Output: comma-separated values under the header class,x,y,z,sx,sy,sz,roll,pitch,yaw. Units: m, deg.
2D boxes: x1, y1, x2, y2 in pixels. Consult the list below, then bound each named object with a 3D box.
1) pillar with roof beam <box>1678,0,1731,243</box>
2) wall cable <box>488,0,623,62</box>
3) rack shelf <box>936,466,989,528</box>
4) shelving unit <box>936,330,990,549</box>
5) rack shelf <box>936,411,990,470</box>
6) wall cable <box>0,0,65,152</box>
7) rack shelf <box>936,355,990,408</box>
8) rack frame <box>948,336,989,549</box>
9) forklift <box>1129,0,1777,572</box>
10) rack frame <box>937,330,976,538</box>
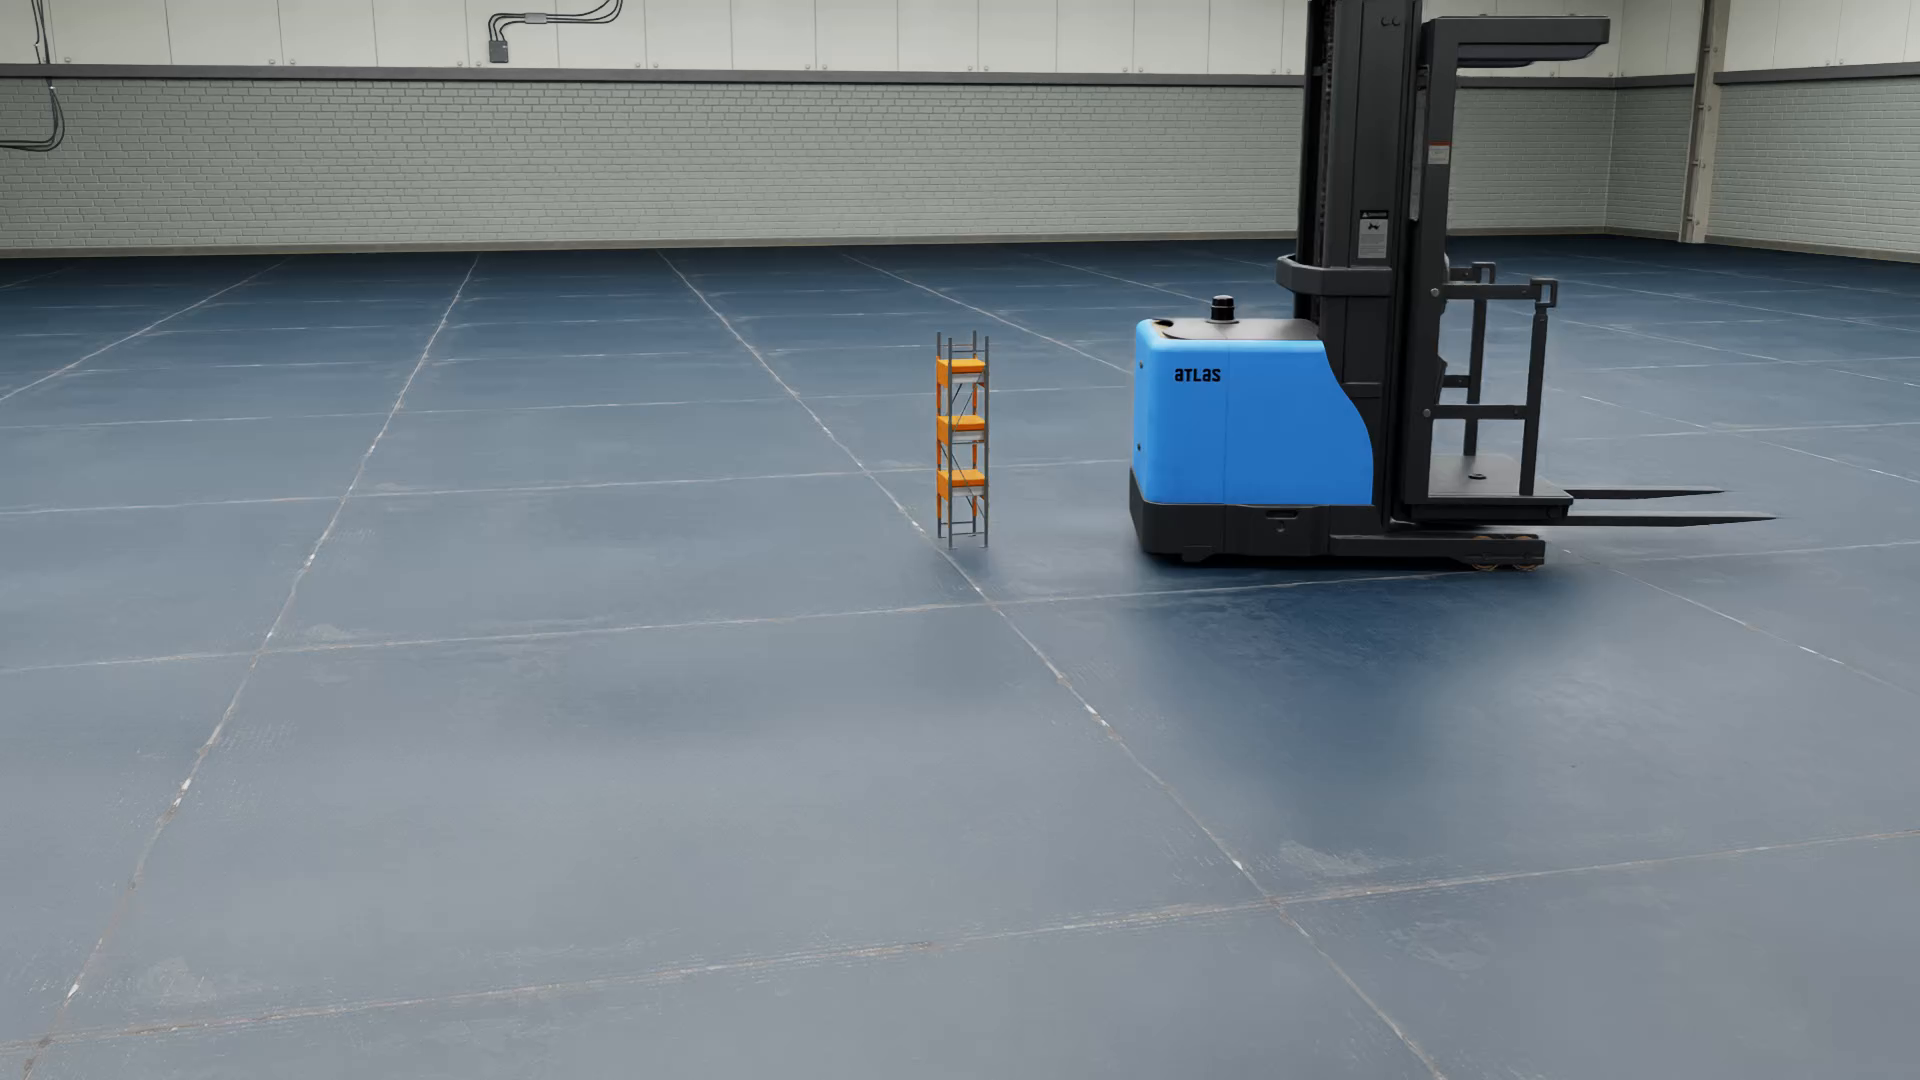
class,x,y,z,sx,sy,sz,roll,pitch,yaw
pillar with roof beam,9.671,-9.765,29.436,9.100,9.000,0.400,-3,14,-13
wall cable,-6.939,-11.180,28.062,2.305,6.003,0.169,-3,14,-13
rack shelf,0.013,-0.217,8.320,0.215,0.259,0.240,-3,14,-13
shelving unit,0.013,-0.498,8.252,0.215,1.050,0.252,-3,14,-13
rack shelf,0.013,-0.487,8.254,0.215,0.259,0.240,-3,14,-13
wall cable,-16.170,-7.494,26.683,3.097,2.526,0.112,-3,14,-13
rack shelf,0.013,-0.763,8.187,0.215,0.259,0.240,-3,14,-13
rack frame,0.041,-0.470,8.137,0.200,1.050,0.008,-3,14,-13
forklift,2.396,-1.404,7.998,3.031,2.935,1.130,0,14,2
rack frame,-0.016,-0.526,8.367,0.200,1.050,0.008,-3,14,-13
